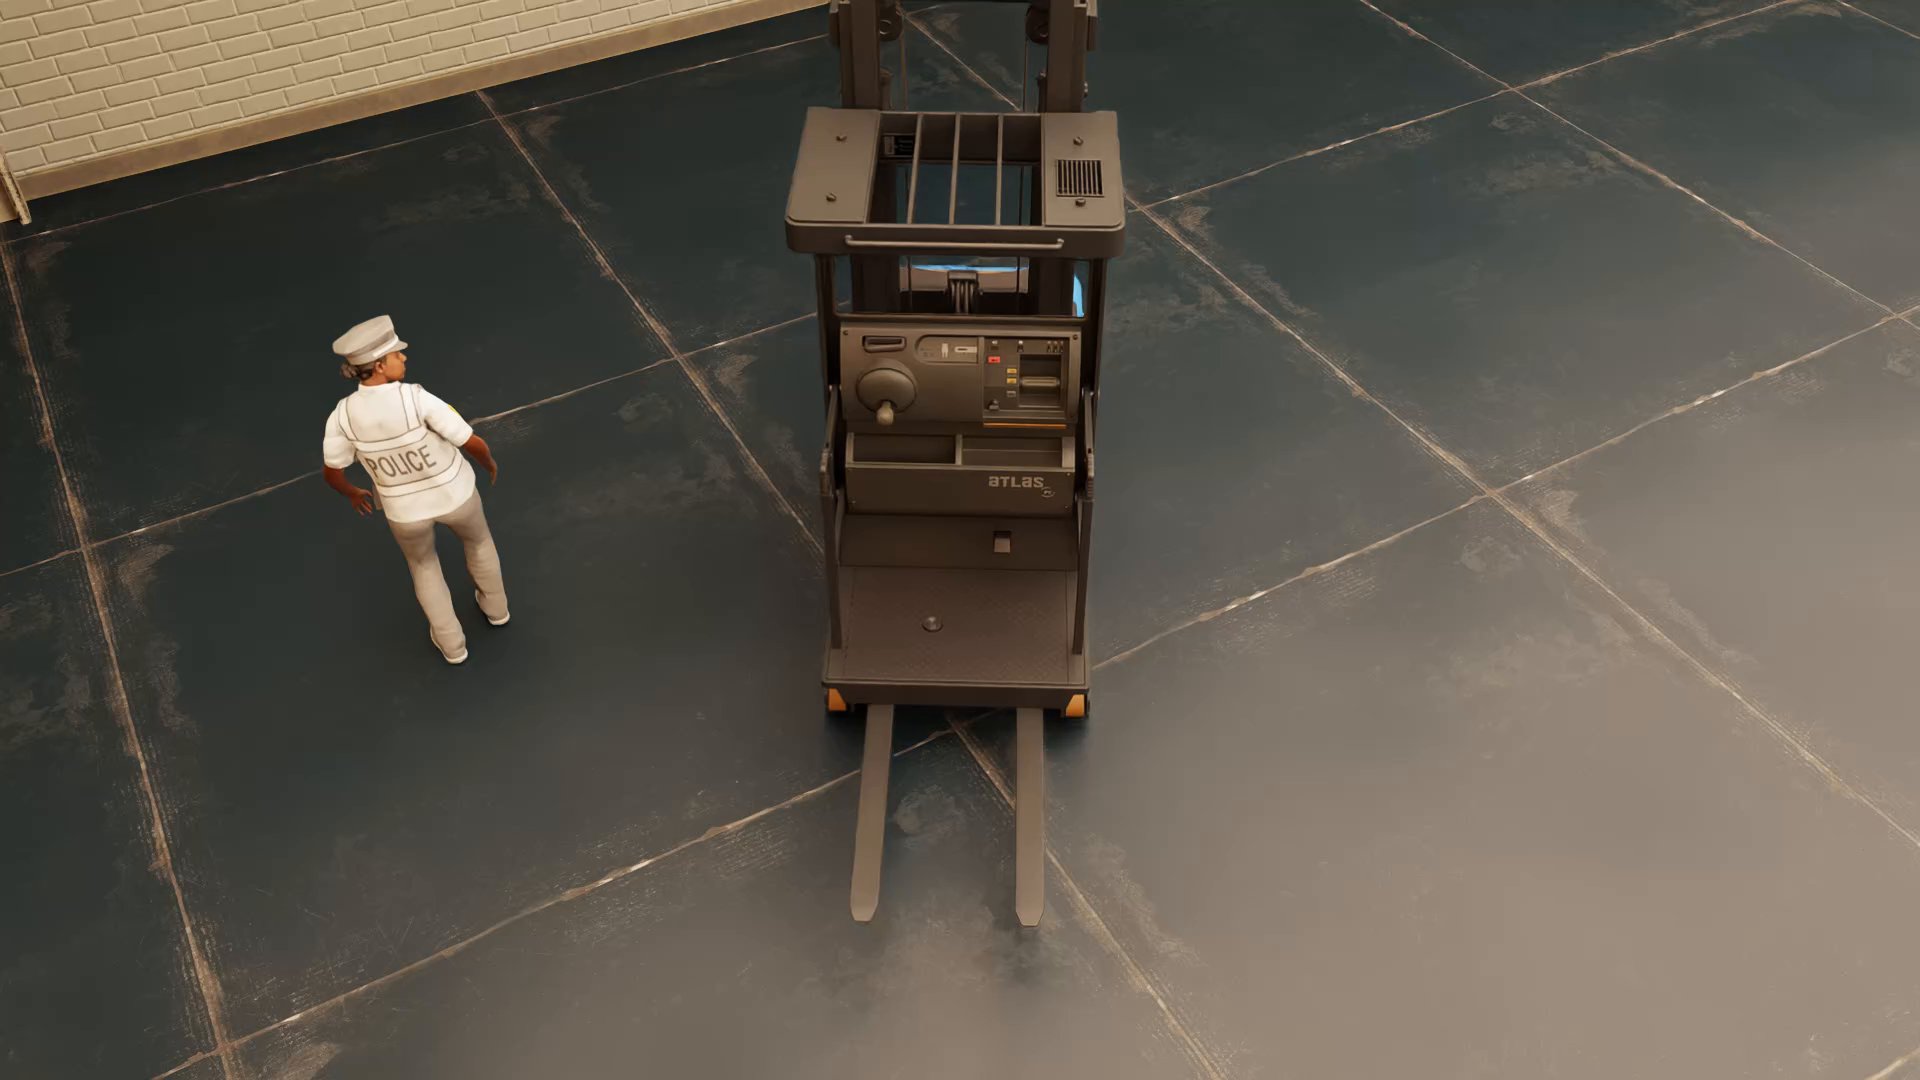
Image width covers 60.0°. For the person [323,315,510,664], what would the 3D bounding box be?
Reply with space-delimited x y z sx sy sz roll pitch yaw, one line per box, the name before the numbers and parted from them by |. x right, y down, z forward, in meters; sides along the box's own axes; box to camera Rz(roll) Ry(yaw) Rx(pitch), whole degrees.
person | -2.234 -0.205 6.868 0.653 1.650 0.479 -12 44 -13

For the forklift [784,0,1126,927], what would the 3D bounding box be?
forklift | -0.004 -0.550 6.291 1.130 2.935 3.031 1 43 1
